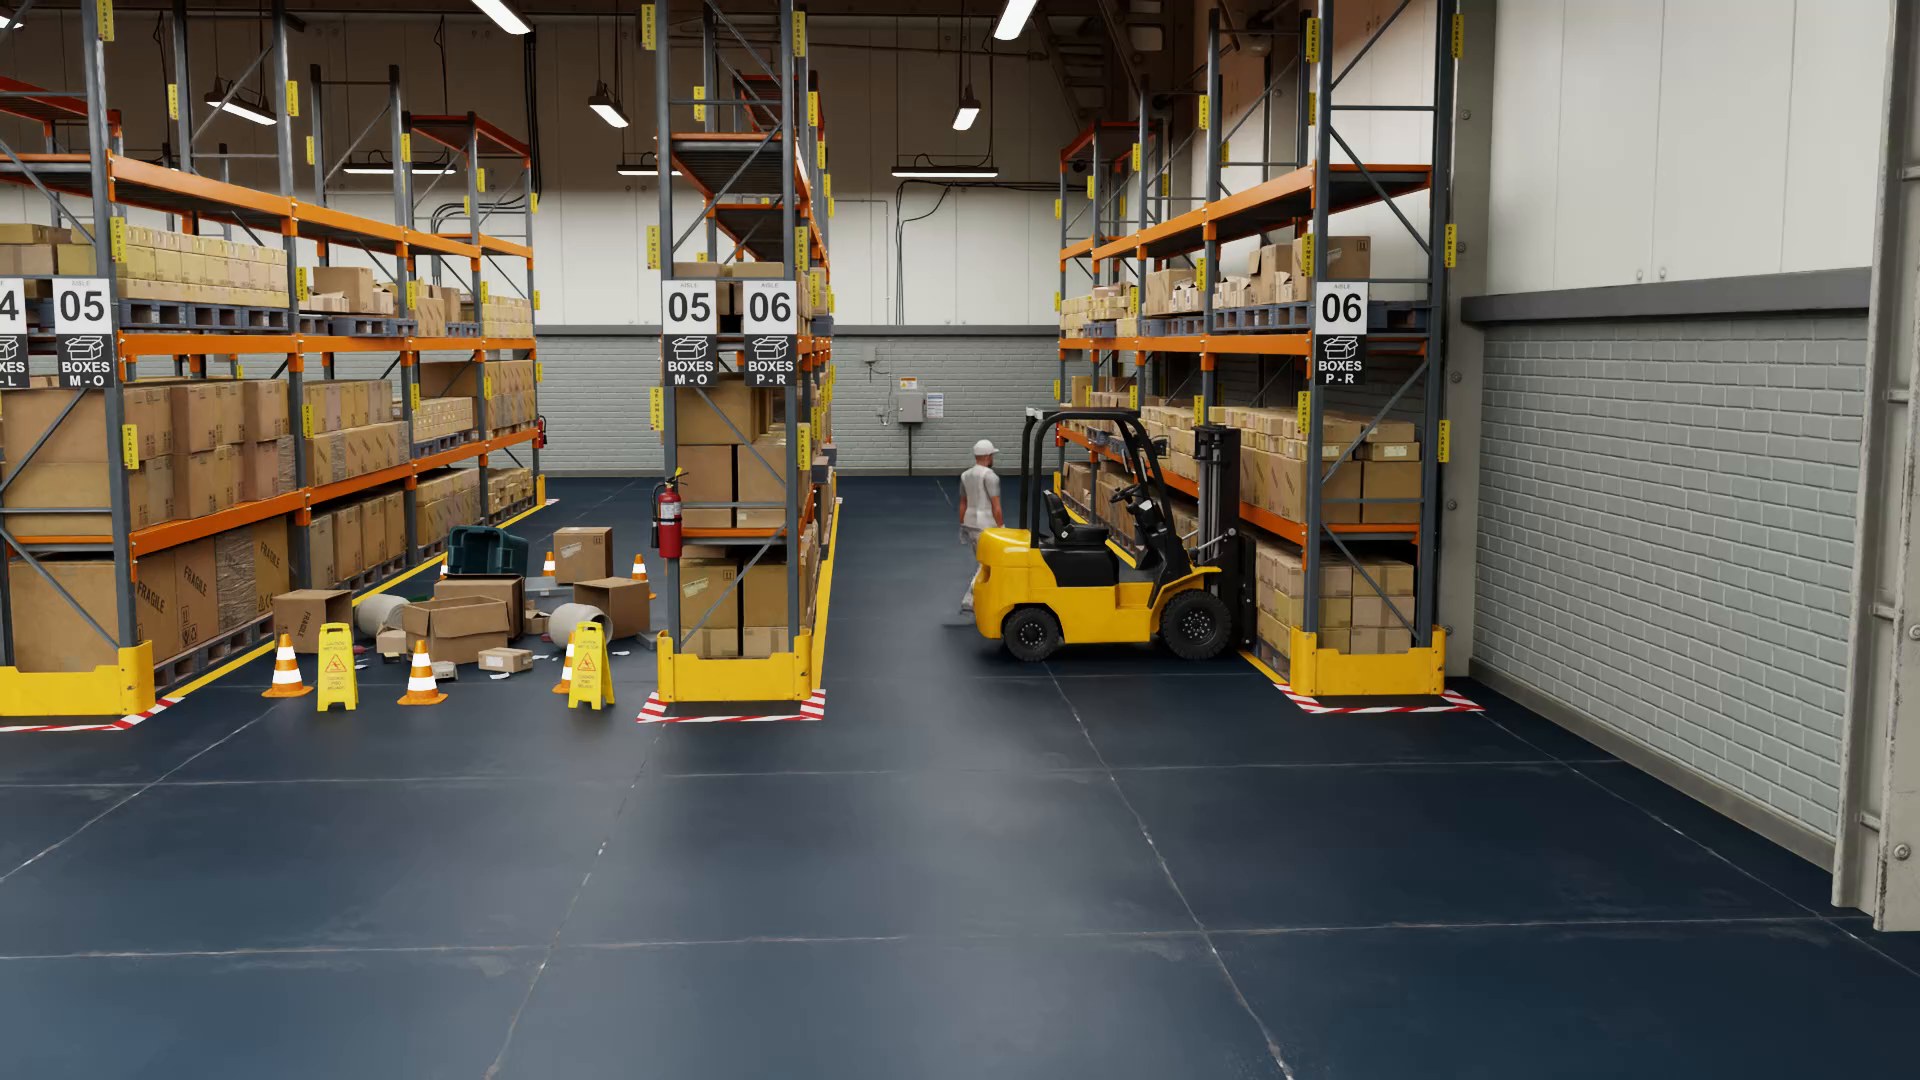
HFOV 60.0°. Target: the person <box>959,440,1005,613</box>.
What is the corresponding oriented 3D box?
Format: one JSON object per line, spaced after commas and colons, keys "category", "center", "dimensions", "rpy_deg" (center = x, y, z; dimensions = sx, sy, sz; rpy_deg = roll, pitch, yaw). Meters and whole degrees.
{"category": "person", "center": [0.223, -0.110, 16.594], "dimensions": [0.784, 1.769, 0.666], "rpy_deg": [-5, 8, -36]}
